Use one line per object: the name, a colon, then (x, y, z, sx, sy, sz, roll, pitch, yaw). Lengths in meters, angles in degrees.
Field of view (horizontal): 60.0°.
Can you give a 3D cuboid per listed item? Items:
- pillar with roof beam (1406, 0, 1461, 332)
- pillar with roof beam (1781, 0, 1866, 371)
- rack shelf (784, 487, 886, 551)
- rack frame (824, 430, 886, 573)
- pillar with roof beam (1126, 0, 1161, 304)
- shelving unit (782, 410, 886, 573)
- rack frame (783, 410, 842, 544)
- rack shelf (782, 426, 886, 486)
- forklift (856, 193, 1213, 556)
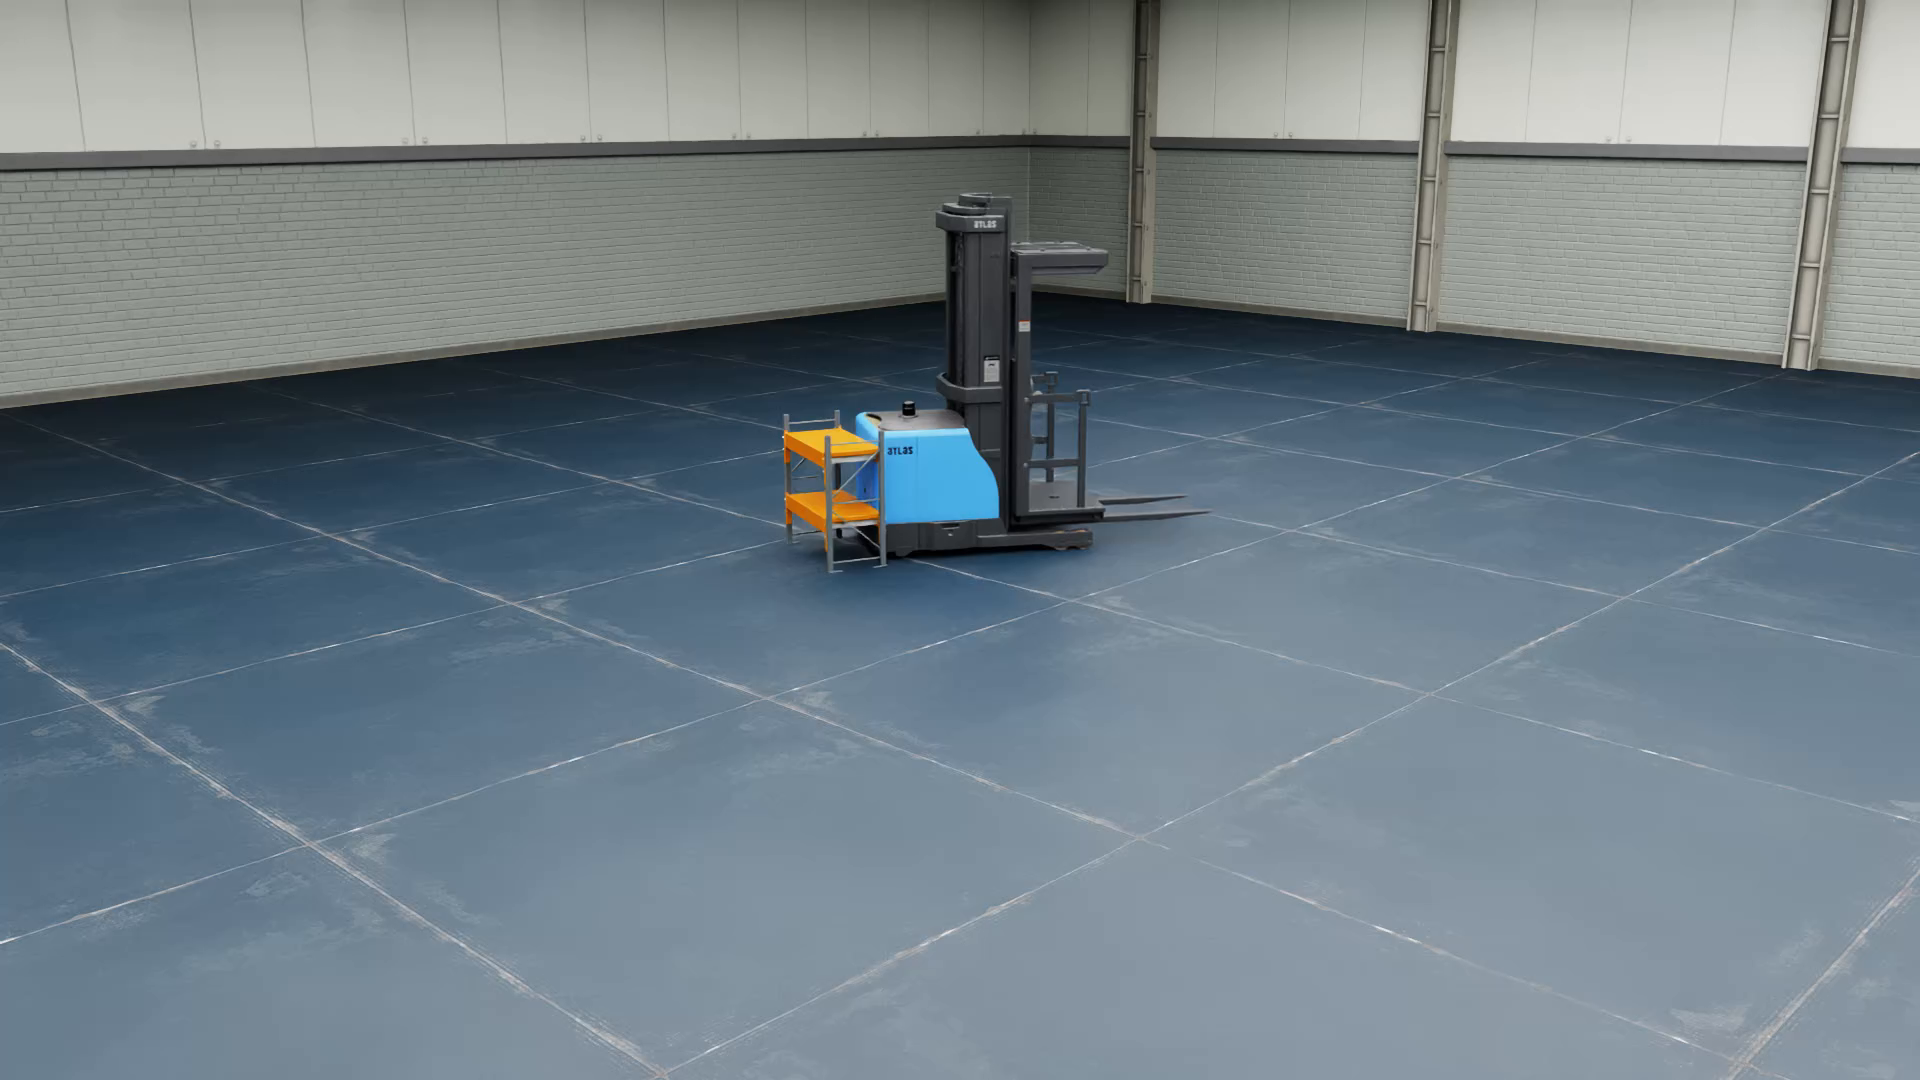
pillar with roof beam: (4.772, -7.098, 23.825, 0.400, 9.000, 9.100, 14, 20, 42)
pillar with roof beam: (9.092, -6.048, 19.795, 0.400, 9.000, 9.100, 14, 20, 42)
rack shelf: (-1.050, -0.185, 13.882, 0.538, 0.278, 1.000, -7, 16, -24)
rack frame: (-0.839, -0.305, 13.373, 0.500, 1.125, 0.032, -7, 16, -24)
pillar with roof beam: (0.453, -8.148, 27.855, 0.400, 9.000, 9.100, 14, 20, 42)
shelving unit: (-1.050, -0.422, 13.820, 0.538, 1.125, 1.048, -7, 16, -24)
rack frame: (-1.262, -0.538, 14.268, 0.500, 1.125, 0.032, -7, 16, -24)
rack shelf: (-1.050, -0.705, 13.746, 0.538, 0.278, 1.000, -7, 16, -24)
forklift: (0.658, -1.454, 14.199, 3.031, 2.935, 1.130, -3, 15, -12)
